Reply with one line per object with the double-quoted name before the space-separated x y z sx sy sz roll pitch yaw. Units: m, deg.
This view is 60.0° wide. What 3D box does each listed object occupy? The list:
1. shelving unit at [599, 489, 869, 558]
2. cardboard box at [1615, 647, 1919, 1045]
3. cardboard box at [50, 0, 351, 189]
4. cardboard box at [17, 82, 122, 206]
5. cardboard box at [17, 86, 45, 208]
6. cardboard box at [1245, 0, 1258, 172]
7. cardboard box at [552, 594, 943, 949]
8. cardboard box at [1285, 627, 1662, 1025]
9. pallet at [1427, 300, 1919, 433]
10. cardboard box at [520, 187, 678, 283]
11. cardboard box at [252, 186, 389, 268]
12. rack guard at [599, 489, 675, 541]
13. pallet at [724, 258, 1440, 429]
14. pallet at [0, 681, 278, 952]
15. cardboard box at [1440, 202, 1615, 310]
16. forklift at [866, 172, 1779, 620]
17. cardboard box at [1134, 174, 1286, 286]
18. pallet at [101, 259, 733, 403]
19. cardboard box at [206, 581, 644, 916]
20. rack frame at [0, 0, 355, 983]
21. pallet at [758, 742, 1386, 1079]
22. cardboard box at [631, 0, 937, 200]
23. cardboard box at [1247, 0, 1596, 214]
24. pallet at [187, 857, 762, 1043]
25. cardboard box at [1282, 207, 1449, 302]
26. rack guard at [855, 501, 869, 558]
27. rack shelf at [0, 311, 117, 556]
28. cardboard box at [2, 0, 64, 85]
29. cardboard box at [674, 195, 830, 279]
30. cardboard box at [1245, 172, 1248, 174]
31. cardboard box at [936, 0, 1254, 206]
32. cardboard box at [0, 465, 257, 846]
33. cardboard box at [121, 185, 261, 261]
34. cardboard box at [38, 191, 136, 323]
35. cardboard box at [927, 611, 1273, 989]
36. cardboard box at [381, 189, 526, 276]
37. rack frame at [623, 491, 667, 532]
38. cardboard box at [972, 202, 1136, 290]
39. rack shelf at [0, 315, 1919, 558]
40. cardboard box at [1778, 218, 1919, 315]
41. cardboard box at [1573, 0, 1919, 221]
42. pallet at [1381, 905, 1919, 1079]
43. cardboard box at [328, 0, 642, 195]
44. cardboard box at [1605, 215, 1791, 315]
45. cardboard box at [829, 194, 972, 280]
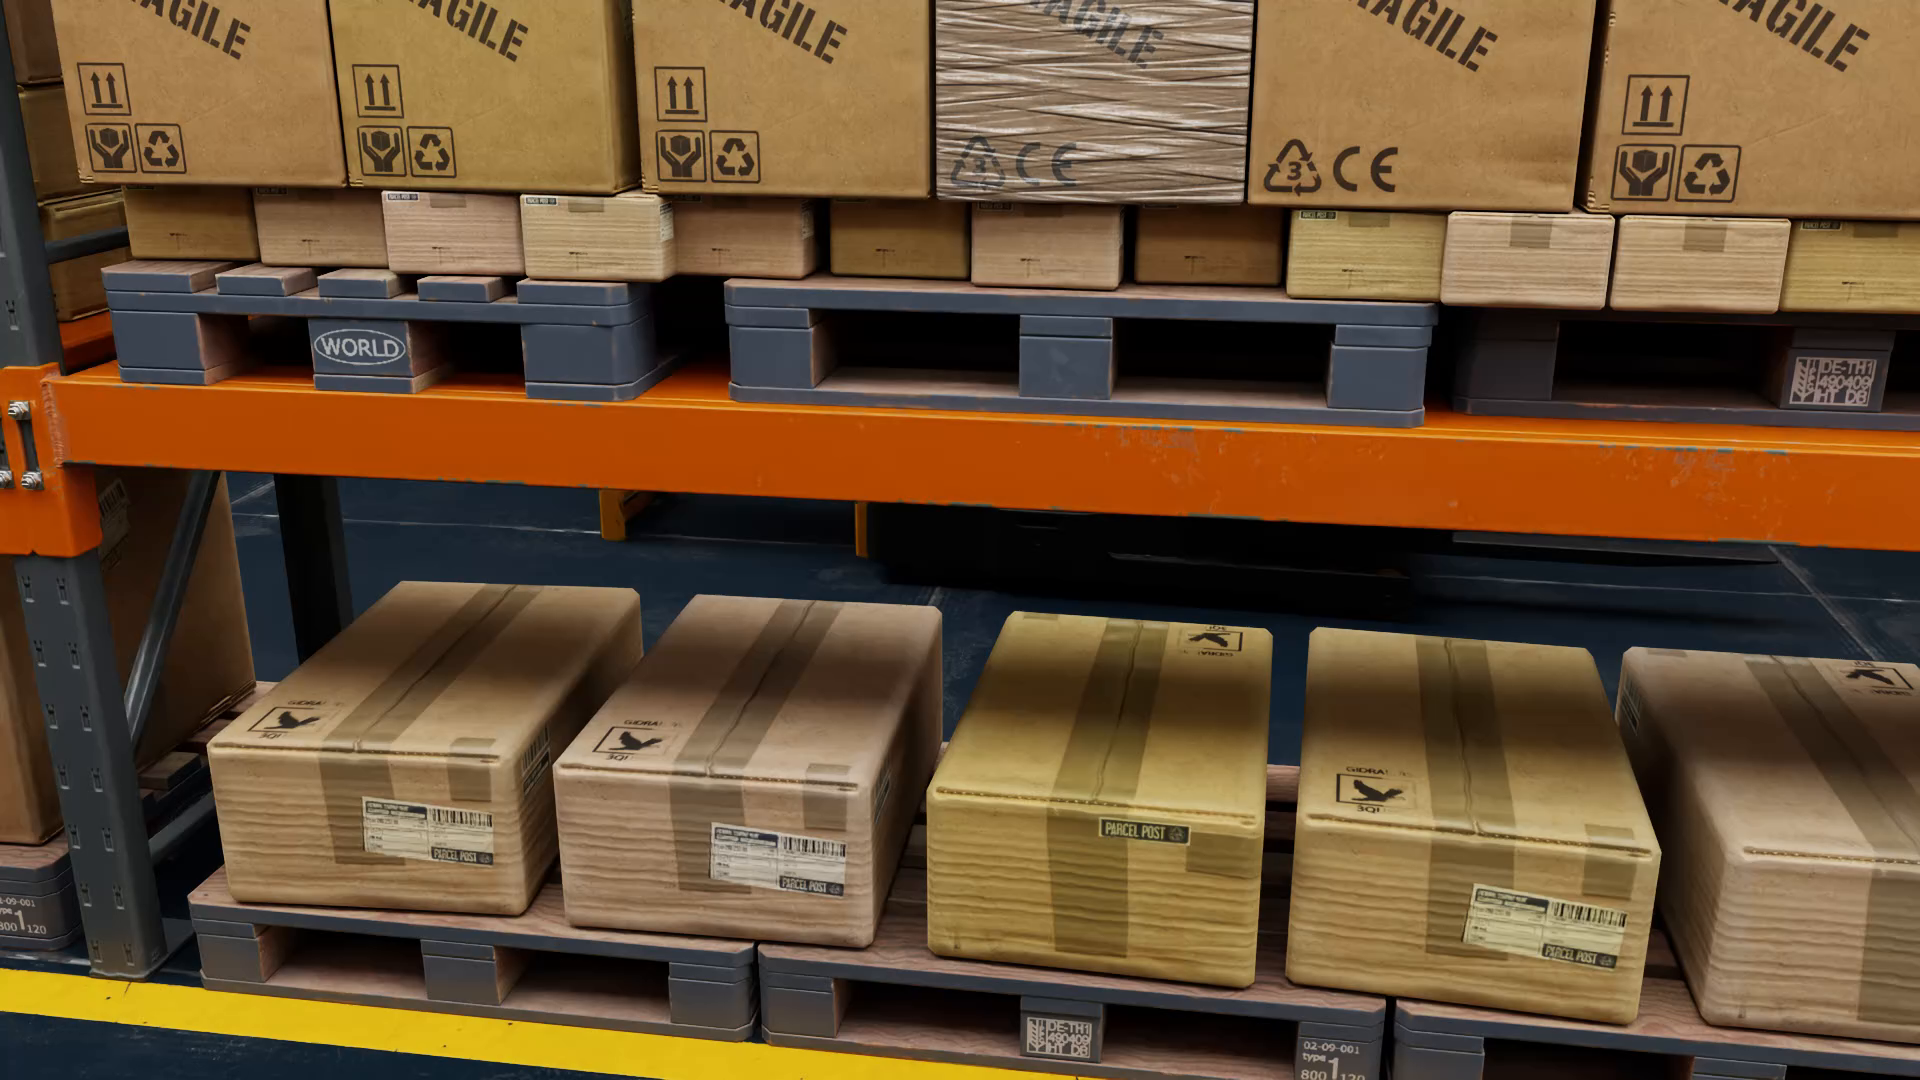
"shelving unit" -0.776 -0.768 6.234 1.083 1.500 0.587 4 19 11
"cardboard box" 1.729 0.576 3.334 0.625 0.372 0.950 3 19 9
"cardboard box" -1.295 -0.939 3.095 0.500 0.500 0.500 2 19 7
"cardboard box" -2.163 -0.916 3.761 0.500 0.250 0.500 3 19 8
"cardboard box" -2.221 -0.758 3.288 0.500 0.250 0.500 3 19 8
"cardboard box" 0.340 -1.023 3.346 0.500 0.500 0.500 2 19 6
"cardboard box" -0.416 0.466 3.661 0.625 0.372 0.950 3 19 8
"cardboard box" 1.019 0.541 3.439 0.625 0.372 0.950 4 19 12
"pallet" 1.516 -0.439 3.189 1.213 0.211 1.003 3 19 9
"cardboard box" -0.606 -0.579 3.040 0.250 0.149 0.380 3 19 9
"cardboard box" -1.137 -0.627 3.185 0.250 0.149 0.380 2 19 5
"rack guard" -1.264 -0.207 6.527 0.087 0.250 0.587 4 19 11
"pallet" 0.259 -0.469 3.280 1.213 0.211 1.003 3 19 9
"pallet" -2.469 0.612 4.140 1.213 0.211 1.003 3 19 9
"cardboard box" 0.925 -0.497 2.796 0.250 0.149 0.380 3 19 9
"forklift" 1.241 -1.309 5.596 3.031 2.935 1.130 4 19 11
"cardboard box" 0.447 -0.566 3.002 0.250 0.149 0.380 2 19 7
"pallet" -0.982 -0.553 3.532 1.003 0.211 1.213 3 19 9
"cardboard box" -1.146 0.432 3.765 0.625 0.372 0.950 2 19 5
"rack frame" -1.702 -0.647 3.509 0.127 3.000 1.000 3 19 9
"pallet" 0.270 0.778 3.647 1.213 0.211 1.003 3 19 9
"cardboard box" -0.254 -0.891 2.949 0.500 0.500 0.500 3 19 10
"cardboard box" 0.756 -0.837 2.789 0.500 0.500 0.500 4 19 11
"pallet" -0.931 0.715 3.832 1.213 0.211 1.003 3 19 9
"cardboard box" 0.690 -0.521 2.866 0.250 0.149 0.380 3 19 9
"rack guard" -0.288 -0.143 6.337 0.087 0.250 0.587 4 19 11
"rack shelf" -3.677 -0.406 3.924 4.000 0.370 1.077 3 19 9
"cardboard box" -2.150 -1.270 3.637 0.500 0.500 0.500 2 19 7
"cardboard box" -0.355 -0.591 3.077 0.250 0.149 0.380 4 19 12
"cardboard box" 0.469 -0.727 3.481 0.250 0.149 0.380 4 19 11
"cardboard box" 0.239 -0.863 2.867 0.500 0.500 0.500 2 19 7
"cardboard box" -2.371 0.101 3.961 0.875 0.875 0.875 3 19 8
"cardboard box" -1.411 -0.652 3.259 0.250 0.149 0.380 2 19 5
"cardboard box" -2.145 -0.679 3.842 0.500 0.250 0.500 3 19 8
"cardboard box" 0.332 0.506 3.542 0.625 0.372 0.950 4 19 10
"cardboard box" -0.874 -0.599 3.101 0.250 0.149 0.380 2 19 5
"rack frame" -1.265 -0.800 6.329 0.032 1.500 0.500 4 19 11
"cardboard box" 0.177 -0.556 2.971 0.250 0.149 0.380 4 19 10
"rack shelf" 0.272 -0.205 3.322 4.000 0.370 1.077 3 19 9
"cardboard box" 1.438 -0.484 2.756 0.250 0.149 0.380 2 19 7
"cardboard box" 1.265 -0.809 2.705 0.500 0.500 0.500 3 19 9
"pallet" 1.478 0.838 3.465 1.213 0.211 1.003 3 19 9
"cardboard box" -0.779 -0.915 3.023 0.500 0.500 0.500 4 19 11
"cardboard box" 1.178 -0.485 2.761 0.250 0.149 0.380 3 19 8
"cardboard box" -0.070 -0.589 3.071 0.250 0.149 0.380 4 19 11
